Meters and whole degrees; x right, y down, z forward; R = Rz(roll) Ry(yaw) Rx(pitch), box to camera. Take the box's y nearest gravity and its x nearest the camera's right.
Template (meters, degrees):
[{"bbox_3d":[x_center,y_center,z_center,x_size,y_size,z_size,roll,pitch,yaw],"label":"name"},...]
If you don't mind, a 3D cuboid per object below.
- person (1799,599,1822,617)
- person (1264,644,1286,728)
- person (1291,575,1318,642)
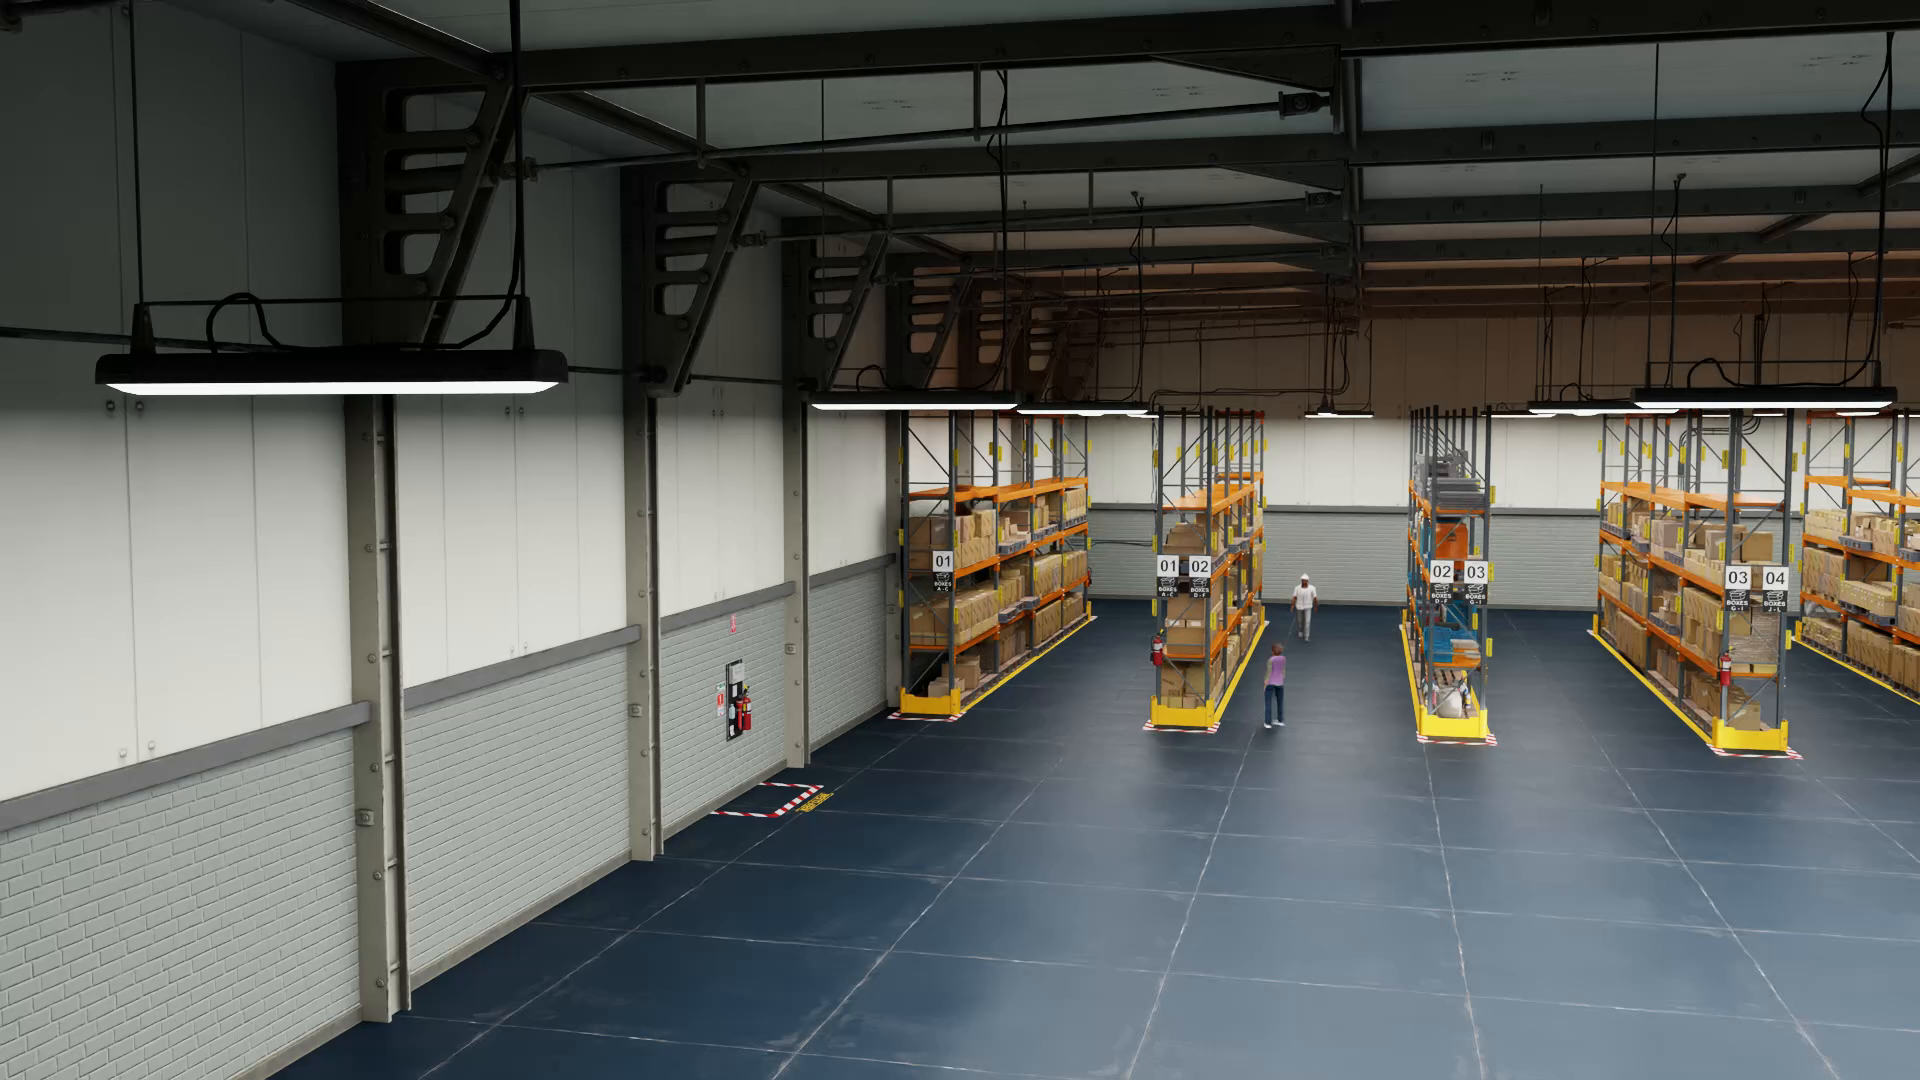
[{"bbox_3d":[22.898,1.634,44.675,0.539,1.812,0.541,-1,4,-8],"label":"person"},{"bbox_3d":[5.879,2.712,31.081,0.410,1.567,0.517,0,4,1],"label":"person"},{"bbox_3d":[8.954,1.758,43.267,0.684,1.722,1.054,1,4,13],"label":"person"}]
